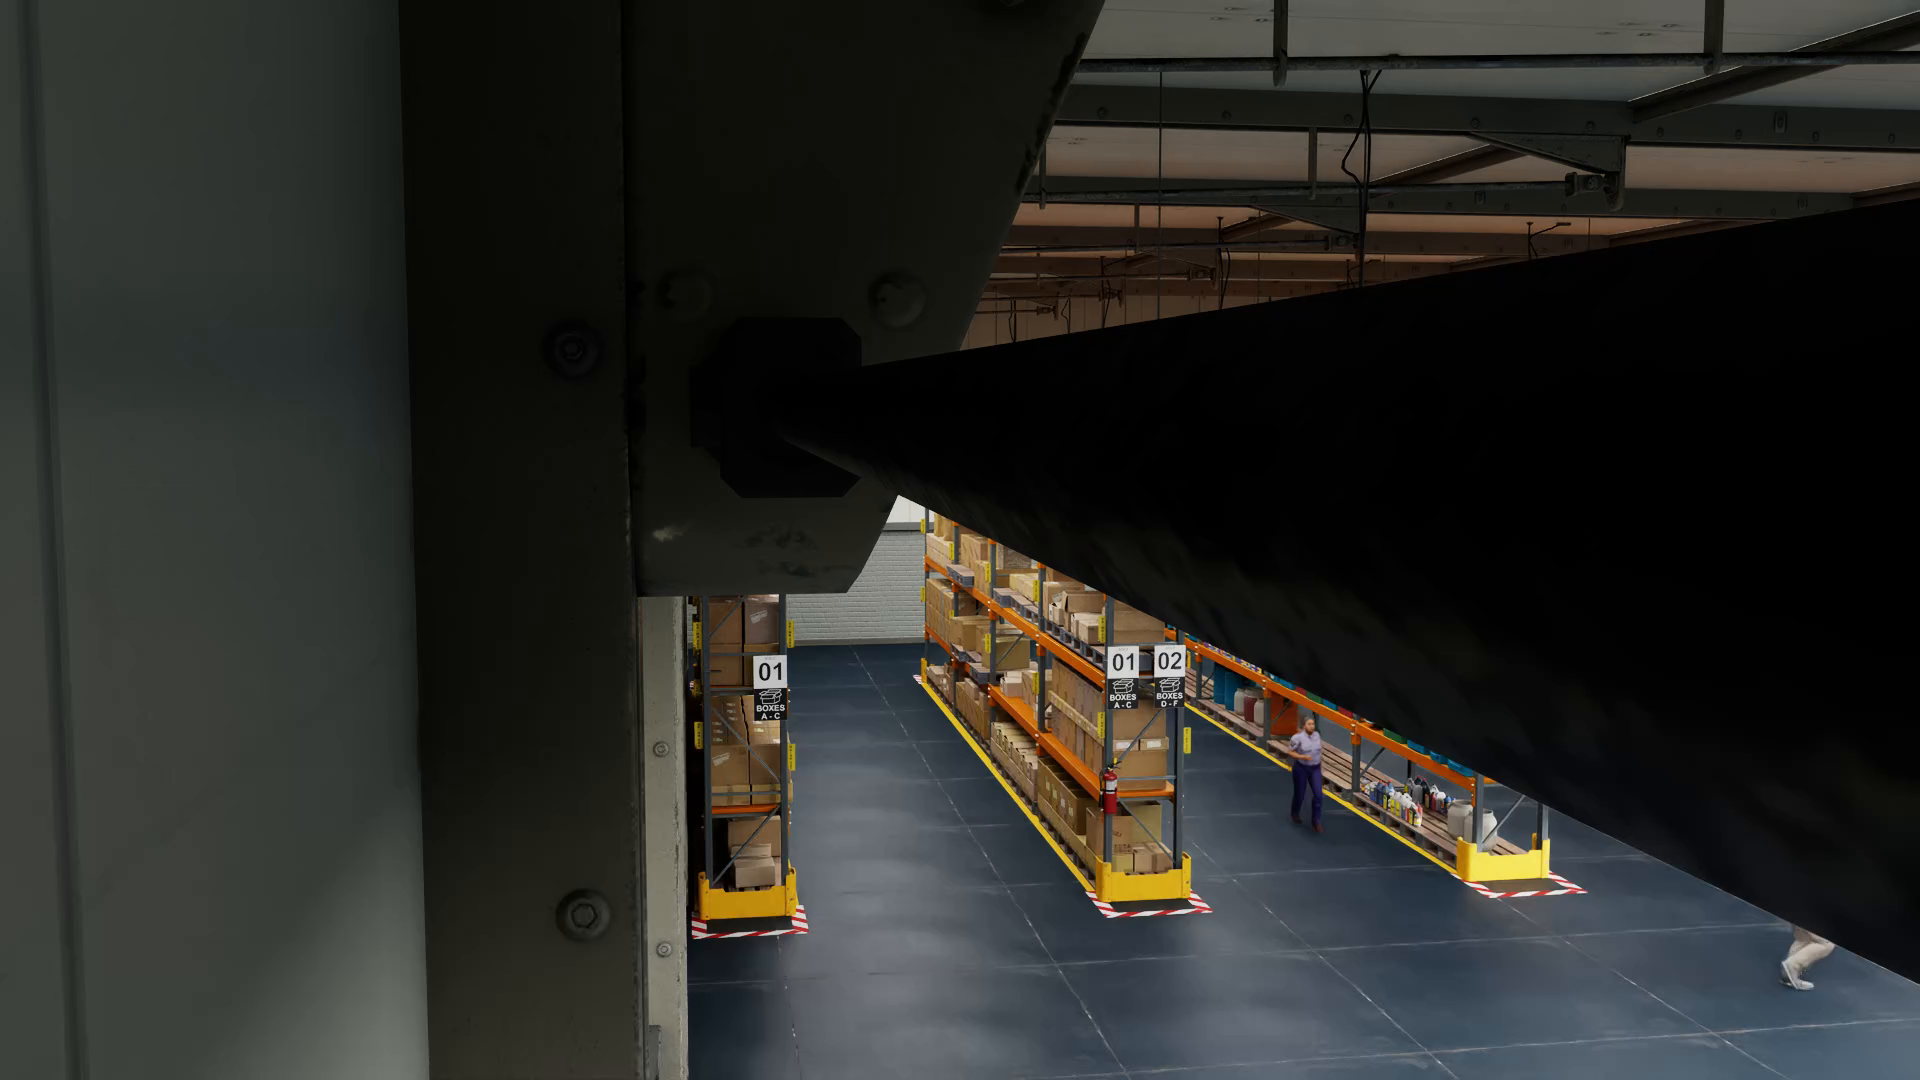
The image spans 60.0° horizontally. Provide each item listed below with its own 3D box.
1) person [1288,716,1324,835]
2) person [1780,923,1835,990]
[{"bbox_3d":[5.014,3.403,24.182,0.567,1.692,0.762,-1,5,-9],"label":"person"},{"bbox_3d":[9.051,3.931,17.661,0.605,1.694,0.644,1,5,17],"label":"person"}]
